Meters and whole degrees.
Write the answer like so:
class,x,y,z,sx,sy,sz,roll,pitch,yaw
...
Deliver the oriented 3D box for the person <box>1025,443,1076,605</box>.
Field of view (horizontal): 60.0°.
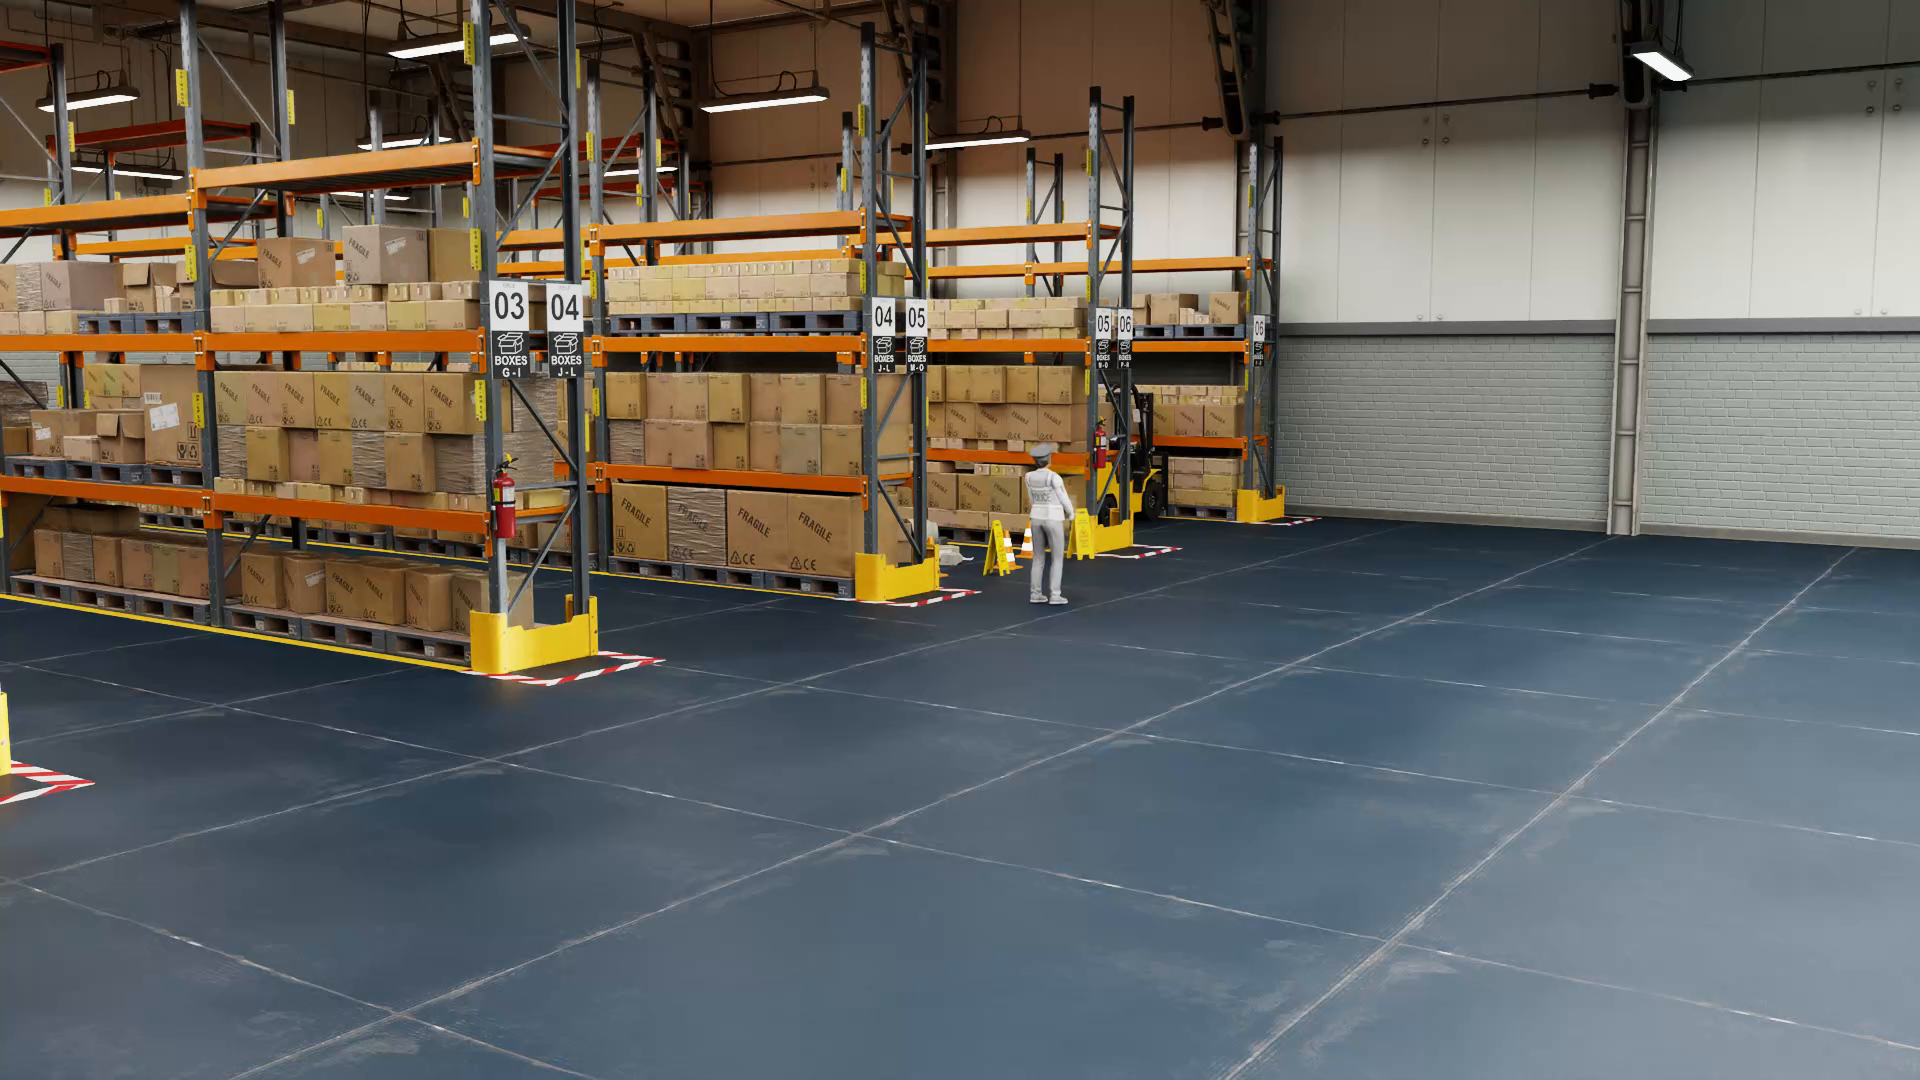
class,x,y,z,sx,sy,sz,roll,pitch,yaw
person,0.949,-0.175,17.452,0.459,1.686,0.563,4,8,34
